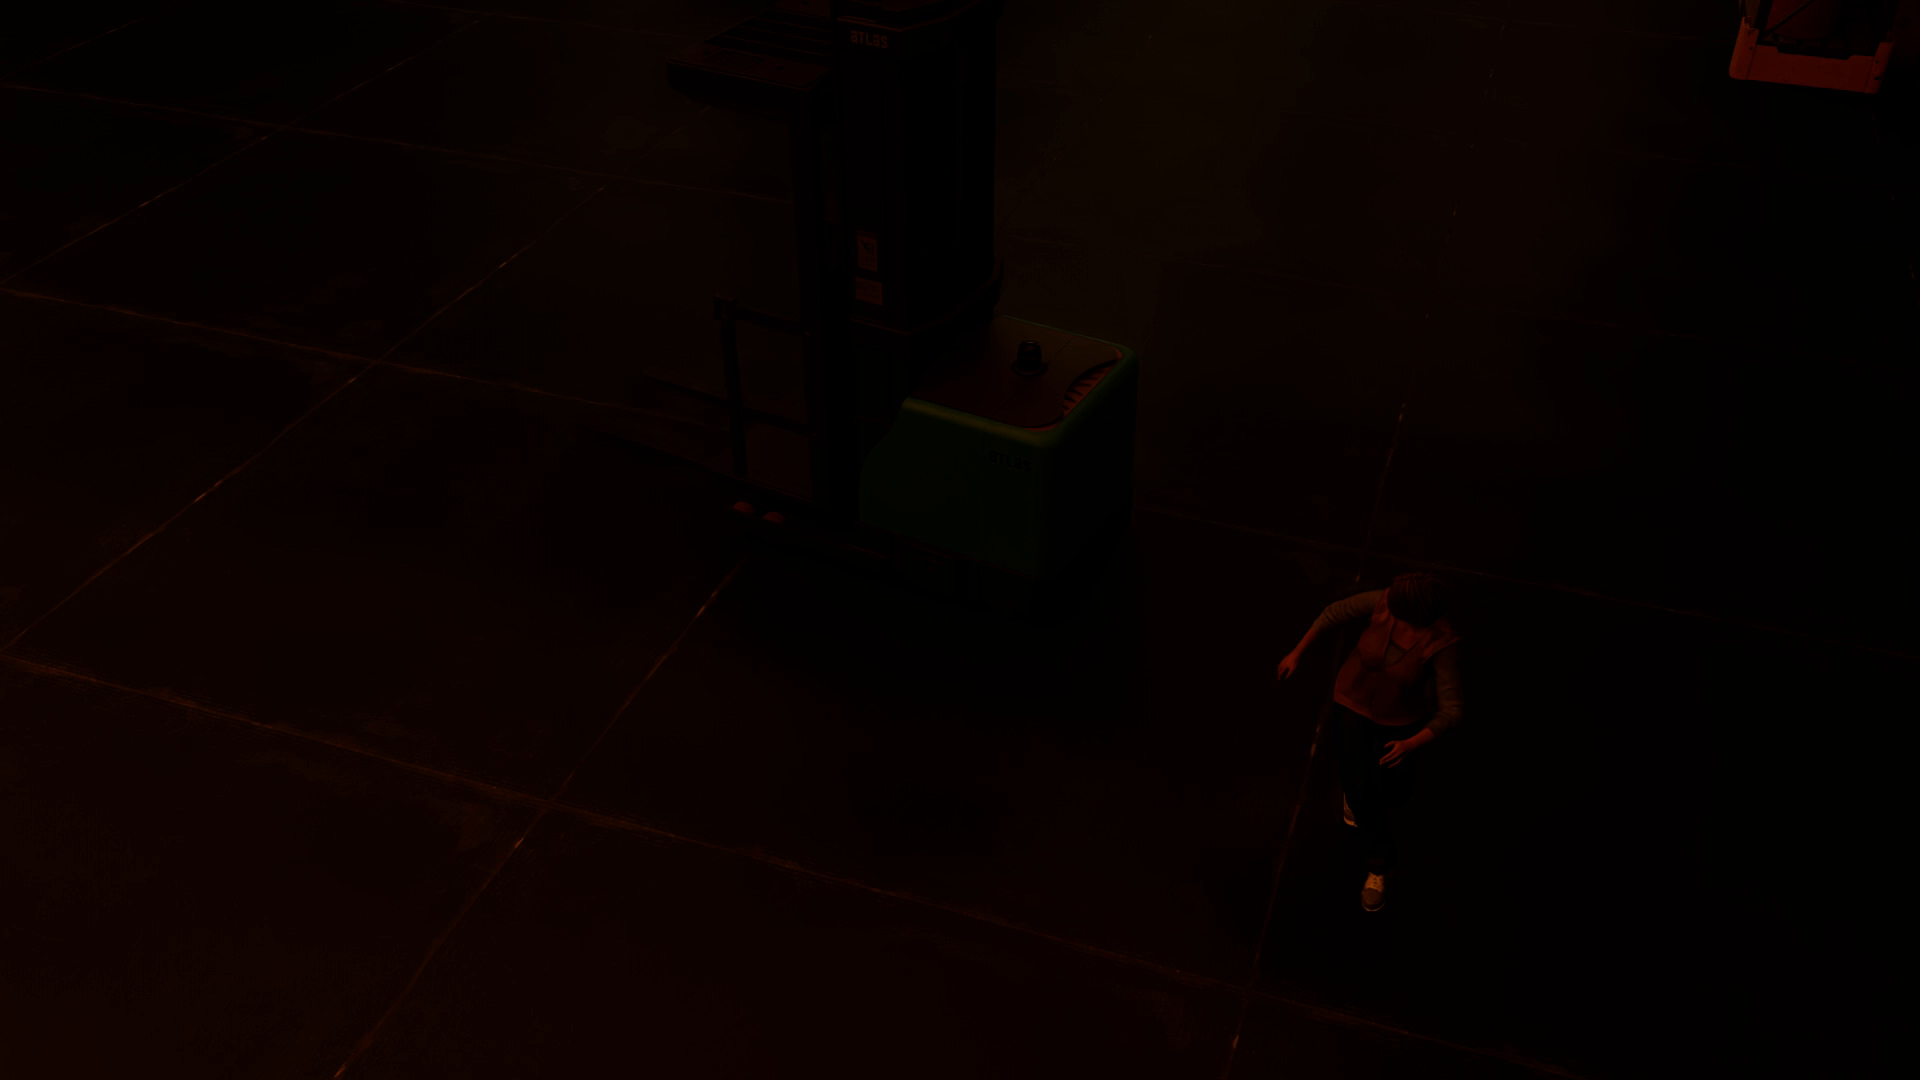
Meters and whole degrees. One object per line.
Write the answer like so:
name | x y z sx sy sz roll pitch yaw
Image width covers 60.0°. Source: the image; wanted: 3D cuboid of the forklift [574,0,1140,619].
forklift | -0.649 -1.421 8.116 3.031 2.935 1.130 18 39 23

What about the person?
person | 1.543 0.704 6.407 0.704 1.479 0.764 10 37 14
